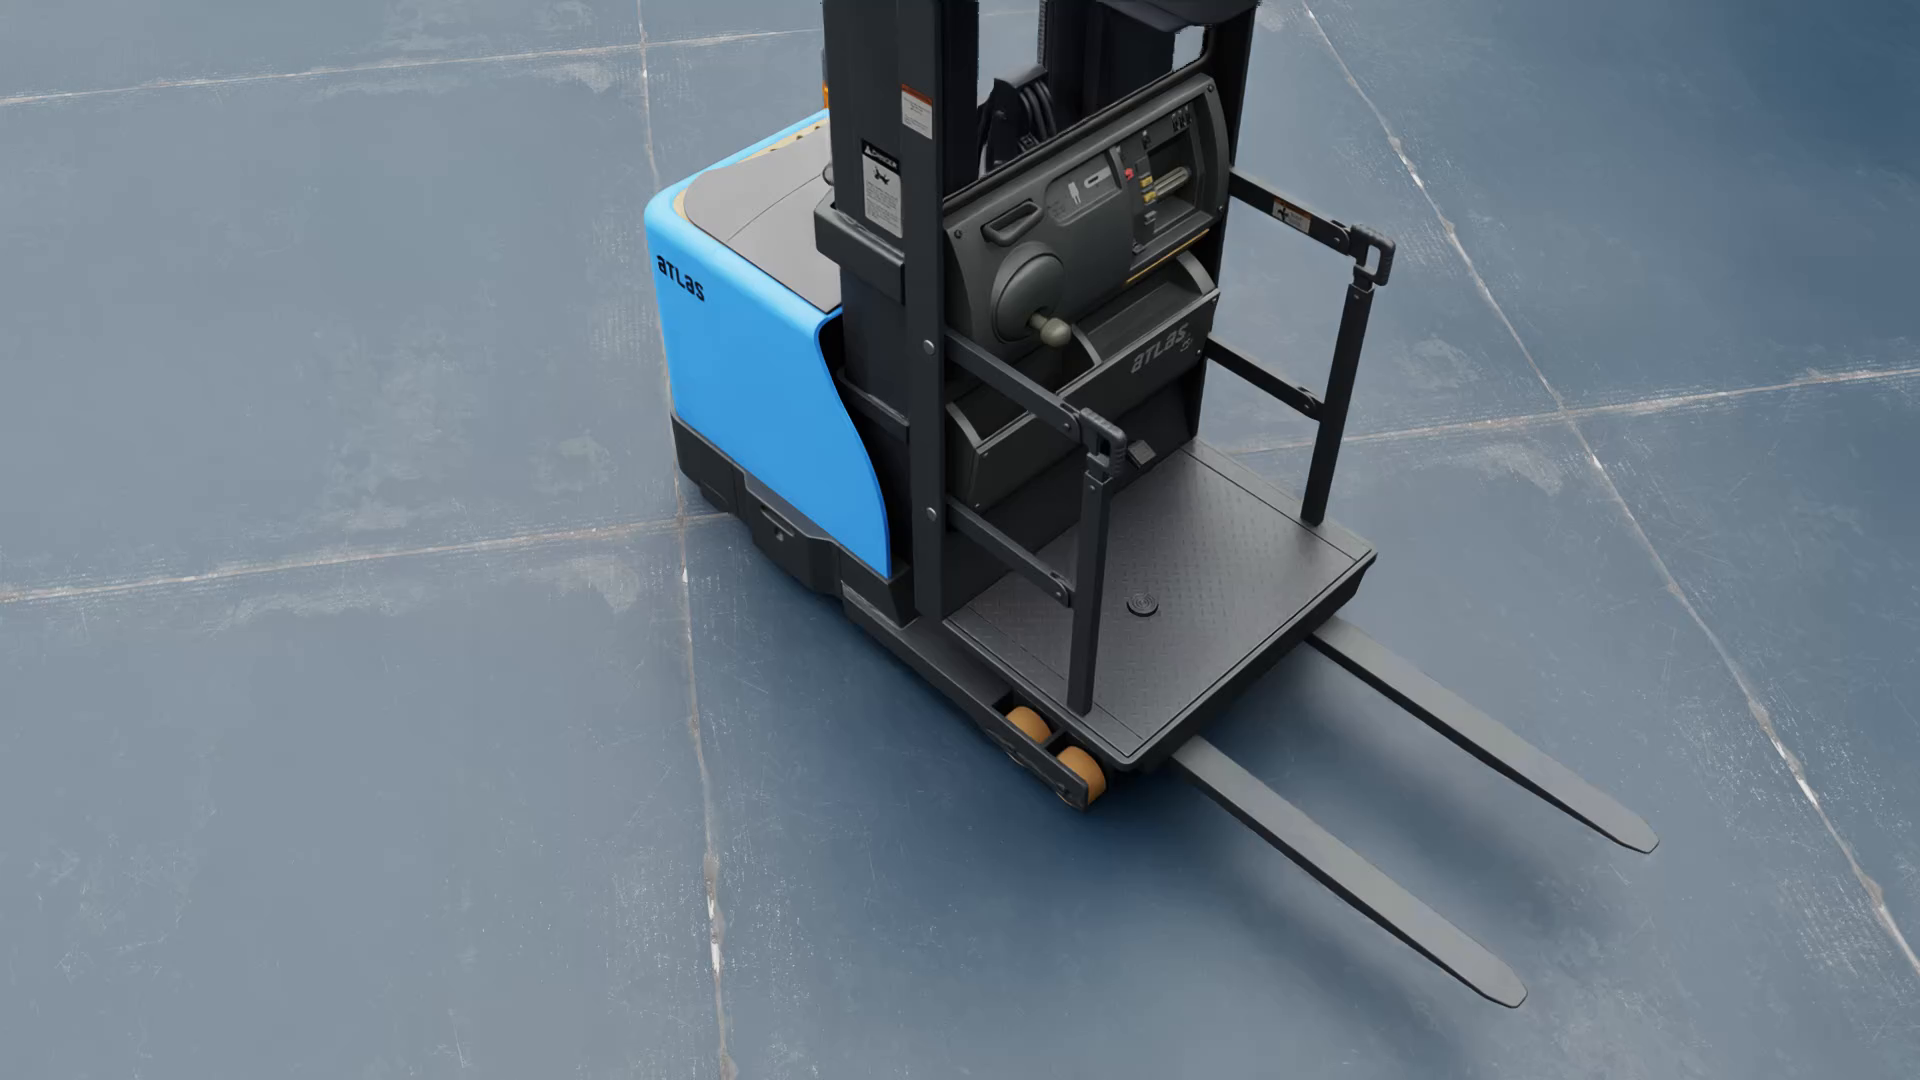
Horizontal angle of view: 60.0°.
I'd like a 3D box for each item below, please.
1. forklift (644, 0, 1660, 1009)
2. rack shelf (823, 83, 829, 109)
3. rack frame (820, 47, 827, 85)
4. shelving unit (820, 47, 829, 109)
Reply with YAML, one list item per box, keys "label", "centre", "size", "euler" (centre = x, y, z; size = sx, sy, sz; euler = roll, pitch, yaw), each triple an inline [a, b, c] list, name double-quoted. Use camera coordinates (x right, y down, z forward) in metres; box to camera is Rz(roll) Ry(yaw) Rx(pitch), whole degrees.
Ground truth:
- label: "forklift"
  centre: [0.477, -0.714, 3.902]
  size: [1.130, 2.935, 3.031]
  euler: [-35, 55, -29]
- label: "rack shelf"
  centre: [-0.296, -1.352, 5.444]
  size: [0.215, 0.259, 0.240]
  euler: [-23, 50, -20]
- label: "rack frame"
  centre: [-0.357, -1.239, 5.714]
  size: [0.200, 1.050, 0.008]
  euler: [-23, 50, -20]
- label: "shelving unit"
  centre: [-0.296, -1.163, 5.641]
  size: [0.215, 1.050, 0.252]
  euler: [-23, 50, -20]
